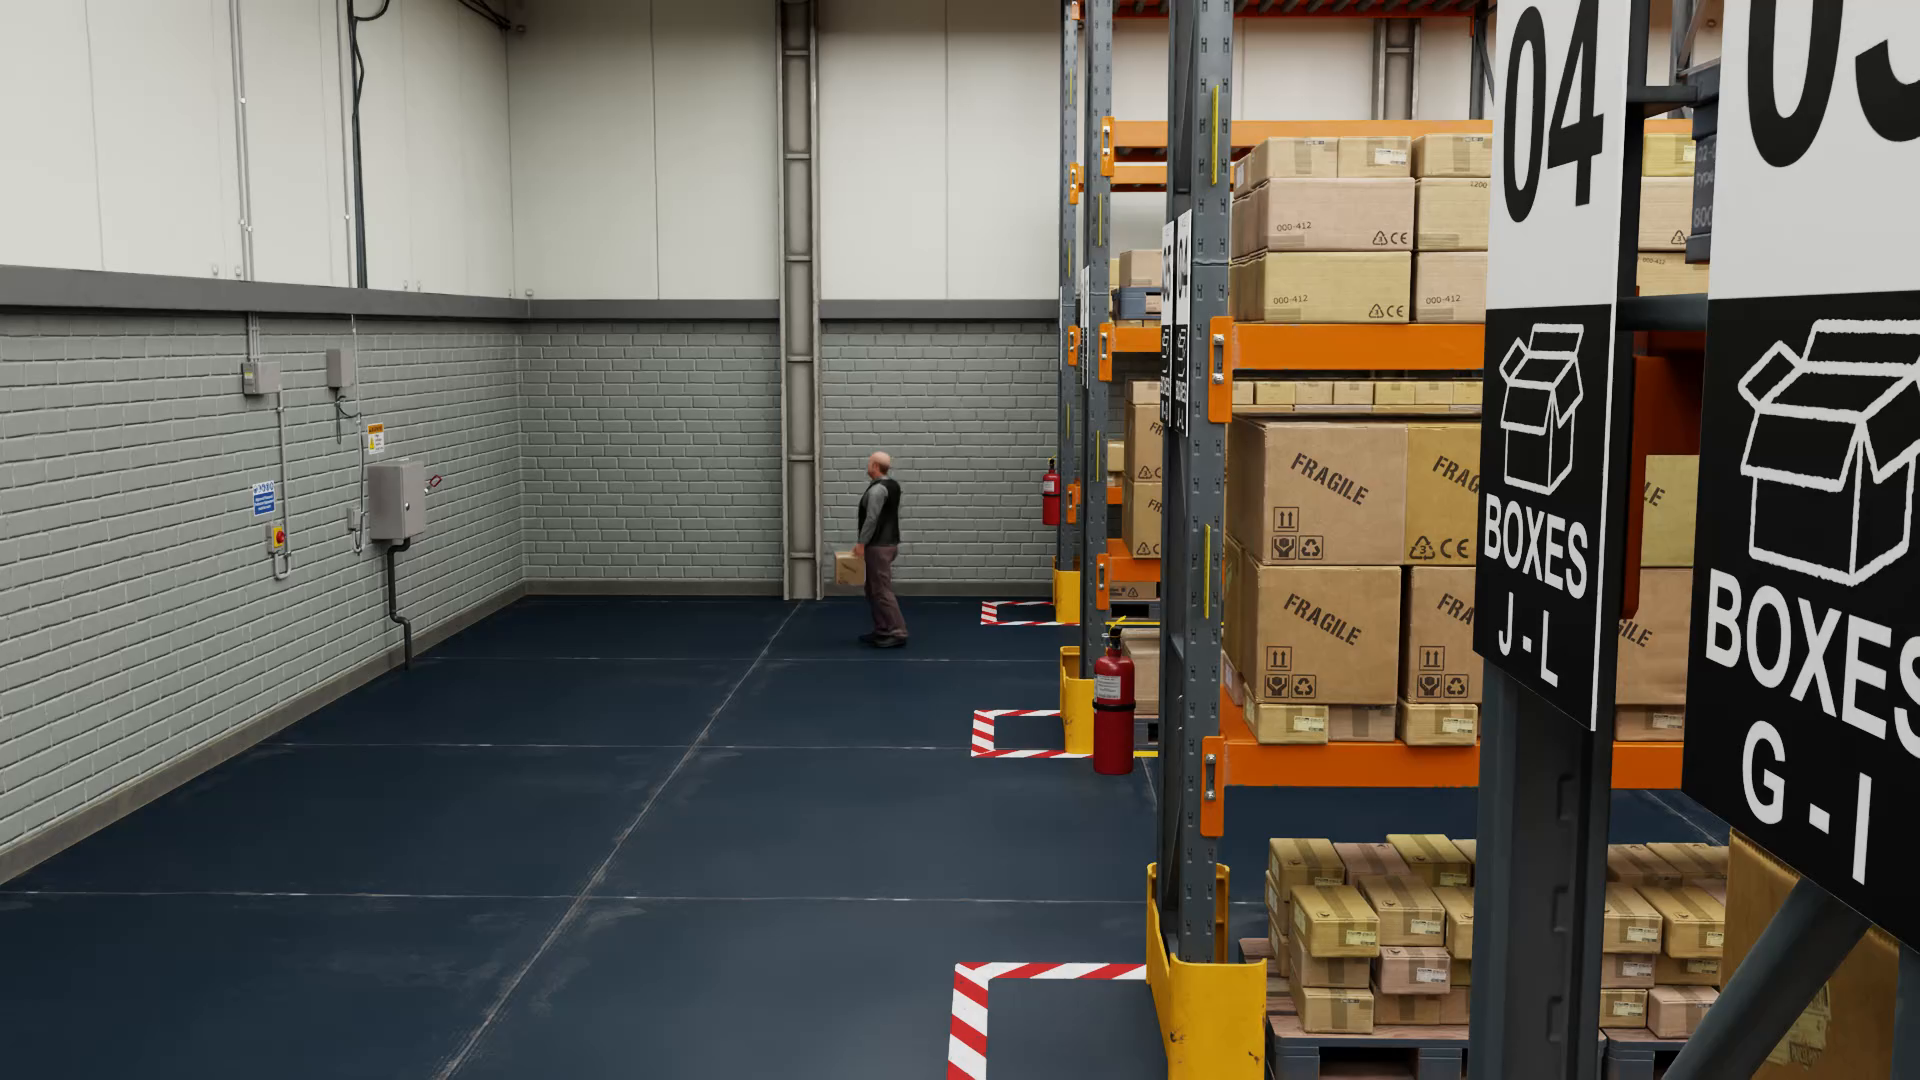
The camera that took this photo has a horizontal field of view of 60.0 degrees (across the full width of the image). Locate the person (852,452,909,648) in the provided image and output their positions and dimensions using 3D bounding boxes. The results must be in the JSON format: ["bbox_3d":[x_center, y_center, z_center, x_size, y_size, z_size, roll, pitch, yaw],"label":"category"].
[{"bbox_3d":[-0.687,0.080,14.740,0.509,1.721,0.548,2,7,14],"label":"person"}]
